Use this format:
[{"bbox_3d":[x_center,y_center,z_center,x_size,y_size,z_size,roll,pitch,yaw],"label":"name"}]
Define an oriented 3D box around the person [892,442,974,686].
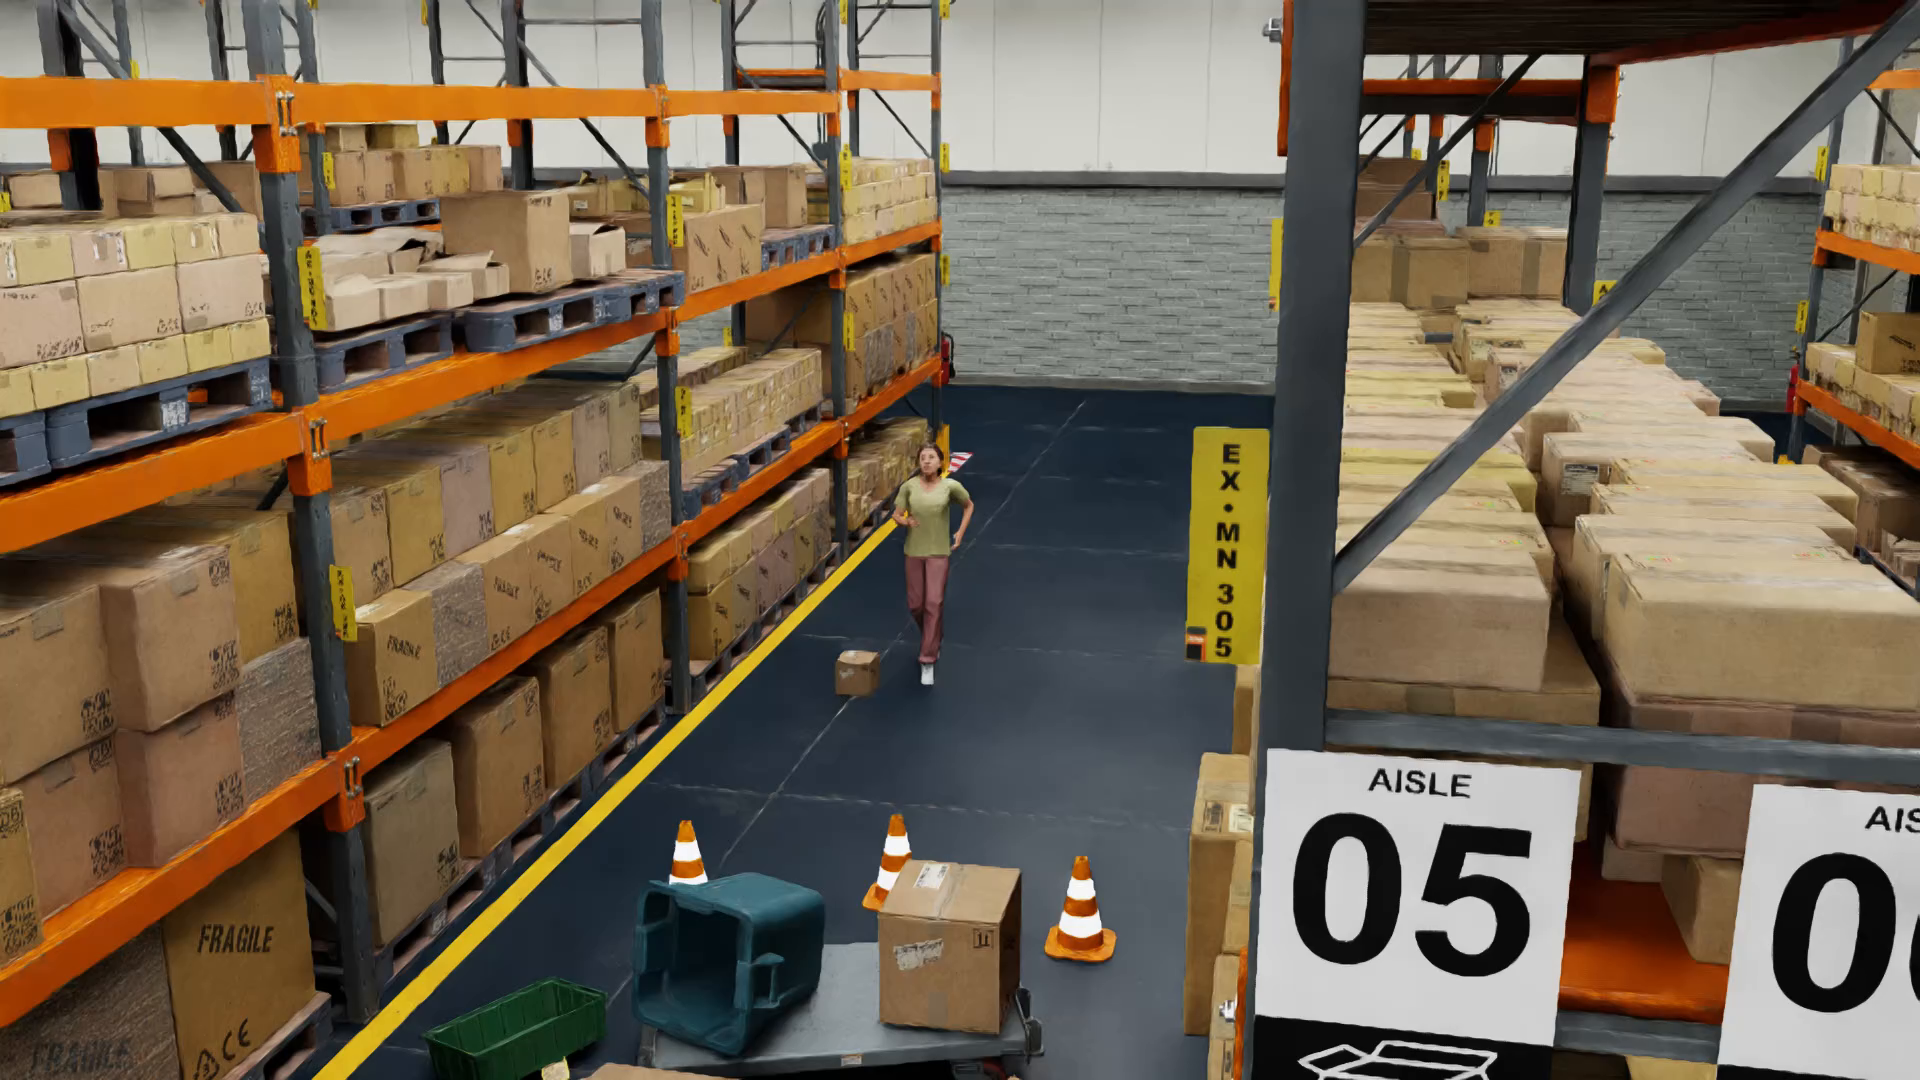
[{"bbox_3d":[-0.260,0.141,12.015,0.542,1.646,0.800,4,15,16],"label":"person"}]
